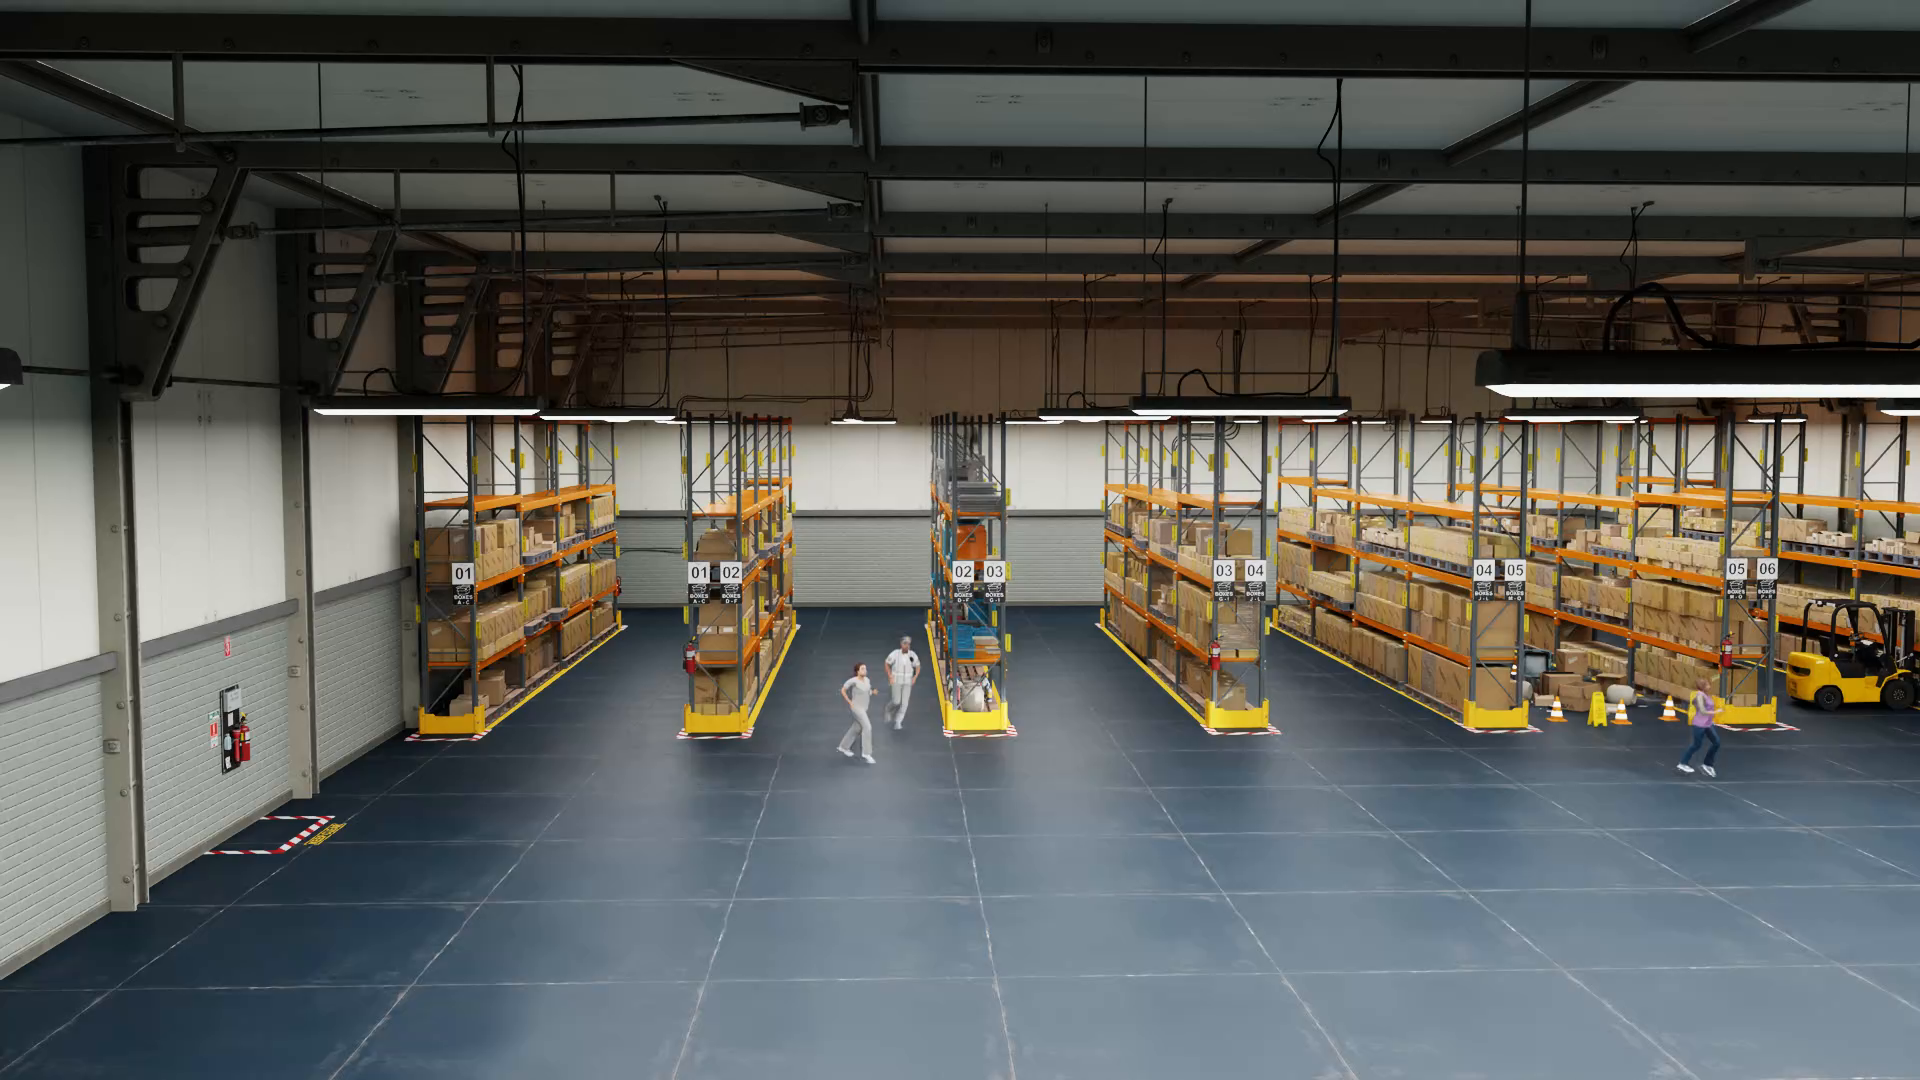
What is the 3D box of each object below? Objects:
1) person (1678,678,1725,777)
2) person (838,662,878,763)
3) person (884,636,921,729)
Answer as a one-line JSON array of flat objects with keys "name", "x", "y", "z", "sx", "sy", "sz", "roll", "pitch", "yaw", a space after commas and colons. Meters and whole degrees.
[{"name": "person", "x": 12.166, "y": 3.072, "z": 27.233, "sx": 0.699, "sy": 1.644, "sz": 0.520, "roll": 4, "pitch": 5, "yaw": 43}, {"name": "person", "x": -1.742, "y": 2.954, "z": 28.581, "sx": 0.793, "sy": 1.717, "sz": 0.541, "roll": 2, "pitch": 4, "yaw": 29}, {"name": "person", "x": -1.086, "y": 2.710, "z": 31.810, "sx": 0.682, "sy": 1.759, "sz": 0.587, "roll": -1, "pitch": 4, "yaw": -15}]
